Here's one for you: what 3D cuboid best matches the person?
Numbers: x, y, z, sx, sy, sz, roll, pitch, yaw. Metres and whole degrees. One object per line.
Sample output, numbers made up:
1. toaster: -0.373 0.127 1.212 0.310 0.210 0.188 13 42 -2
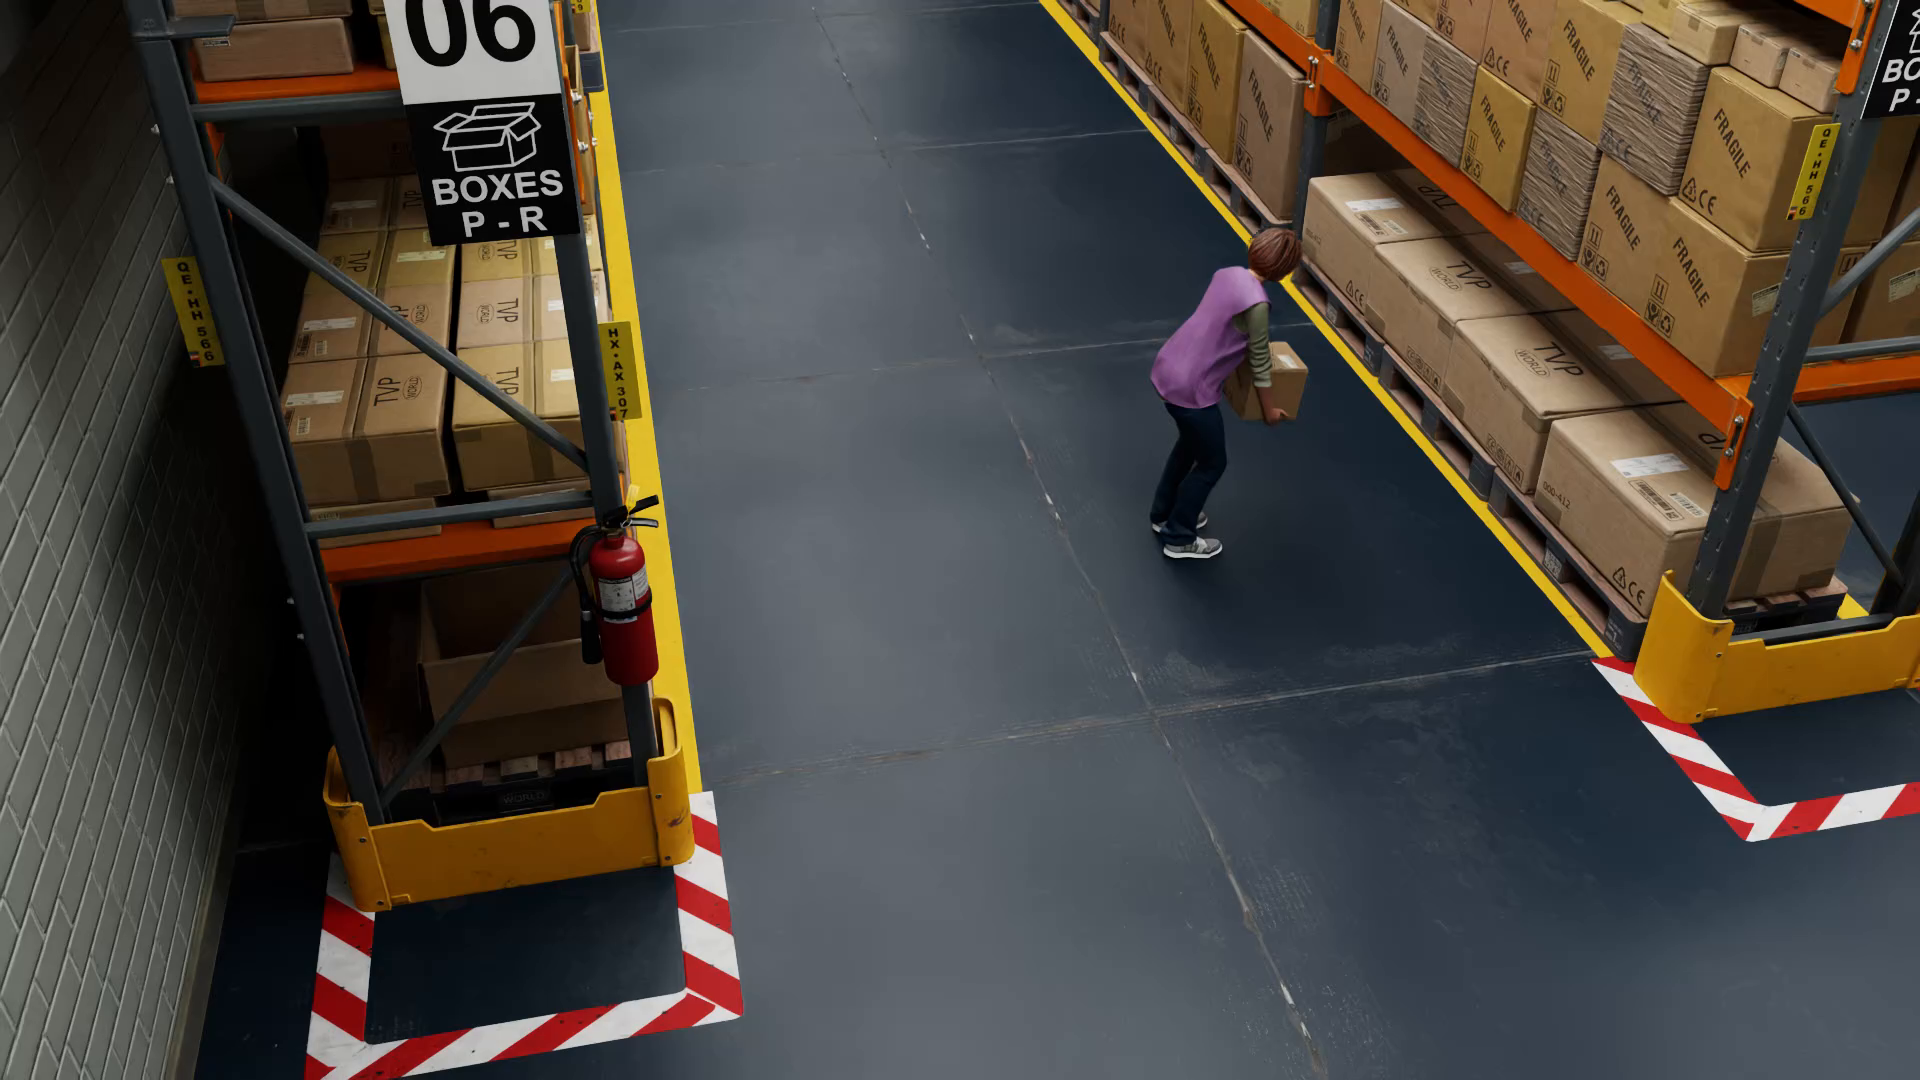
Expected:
1. person: 1.113 -0.566 7.177 0.598 1.363 0.375 -8 36 -11
